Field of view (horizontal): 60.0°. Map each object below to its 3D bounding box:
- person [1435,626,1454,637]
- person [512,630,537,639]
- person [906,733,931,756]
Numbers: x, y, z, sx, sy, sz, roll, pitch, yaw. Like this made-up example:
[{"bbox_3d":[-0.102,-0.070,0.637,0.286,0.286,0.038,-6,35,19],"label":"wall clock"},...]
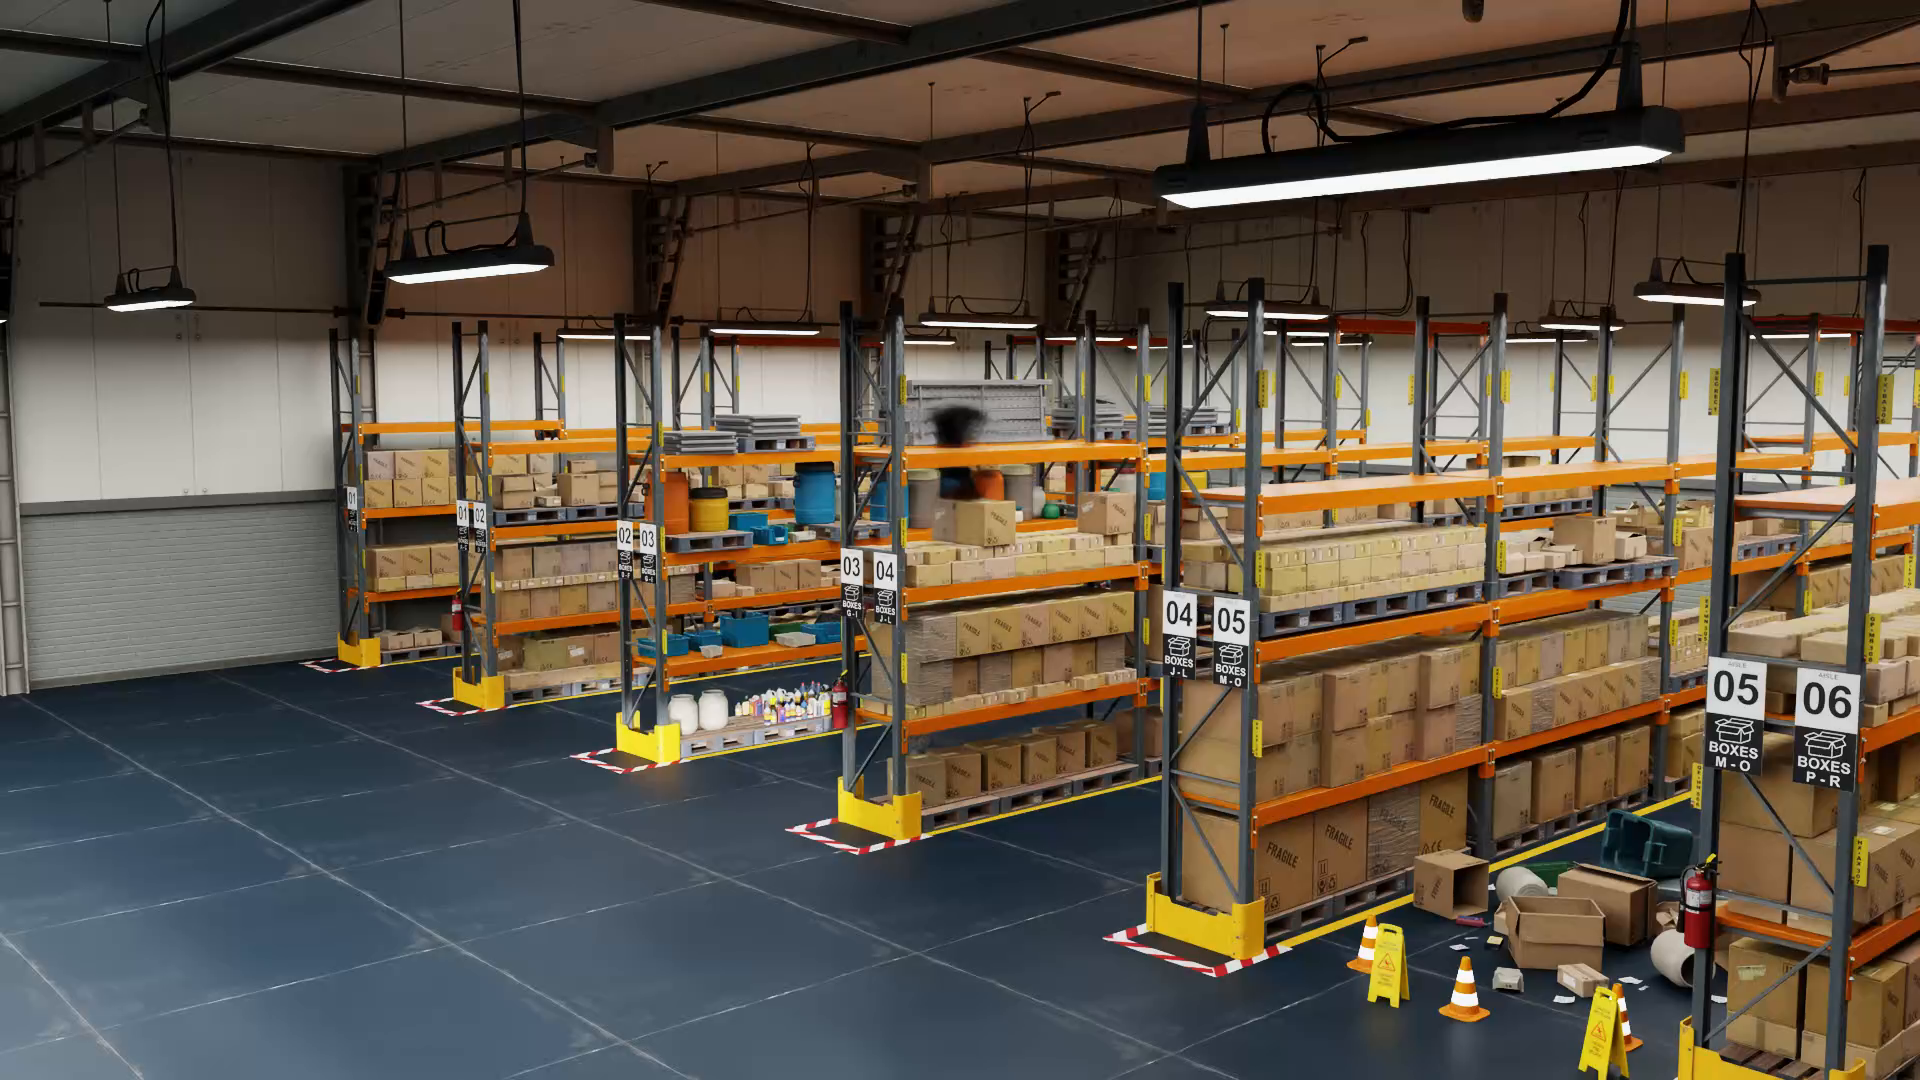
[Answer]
[{"bbox_3d":[6.860,1.991,23.495,0.641,1.735,0.725,6,8,44],"label":"person"},{"bbox_3d":[-7.413,1.535,28.604,1.025,1.721,0.754,-4,7,-38],"label":"person"},{"bbox_3d":[-0.636,2.065,22.524,0.611,1.825,0.832,4,7,37],"label":"person"}]
